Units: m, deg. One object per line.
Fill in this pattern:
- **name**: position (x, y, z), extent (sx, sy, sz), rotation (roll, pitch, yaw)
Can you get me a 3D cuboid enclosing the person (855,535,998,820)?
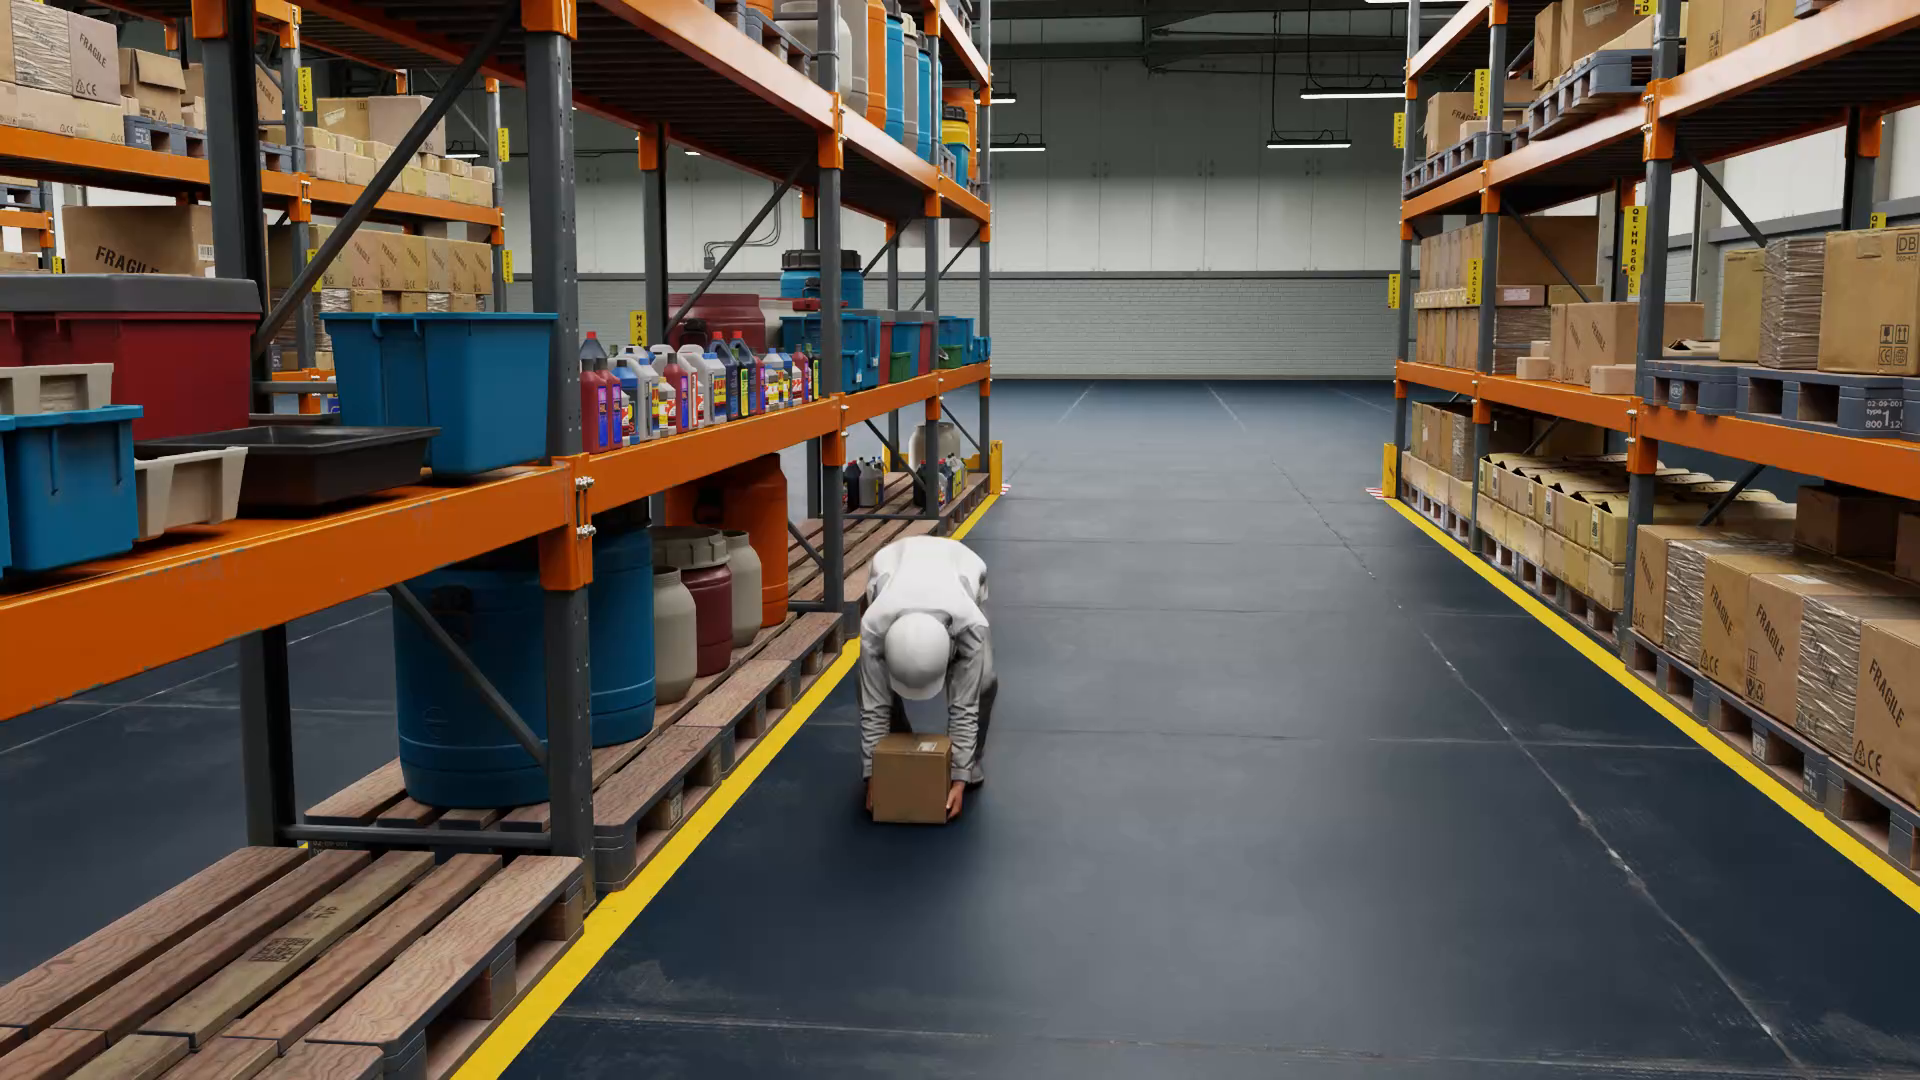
- **person**: position (-0.124, 0.470, 5.963), extent (0.519, 0.915, 1.000), rotation (0, 8, 4)
